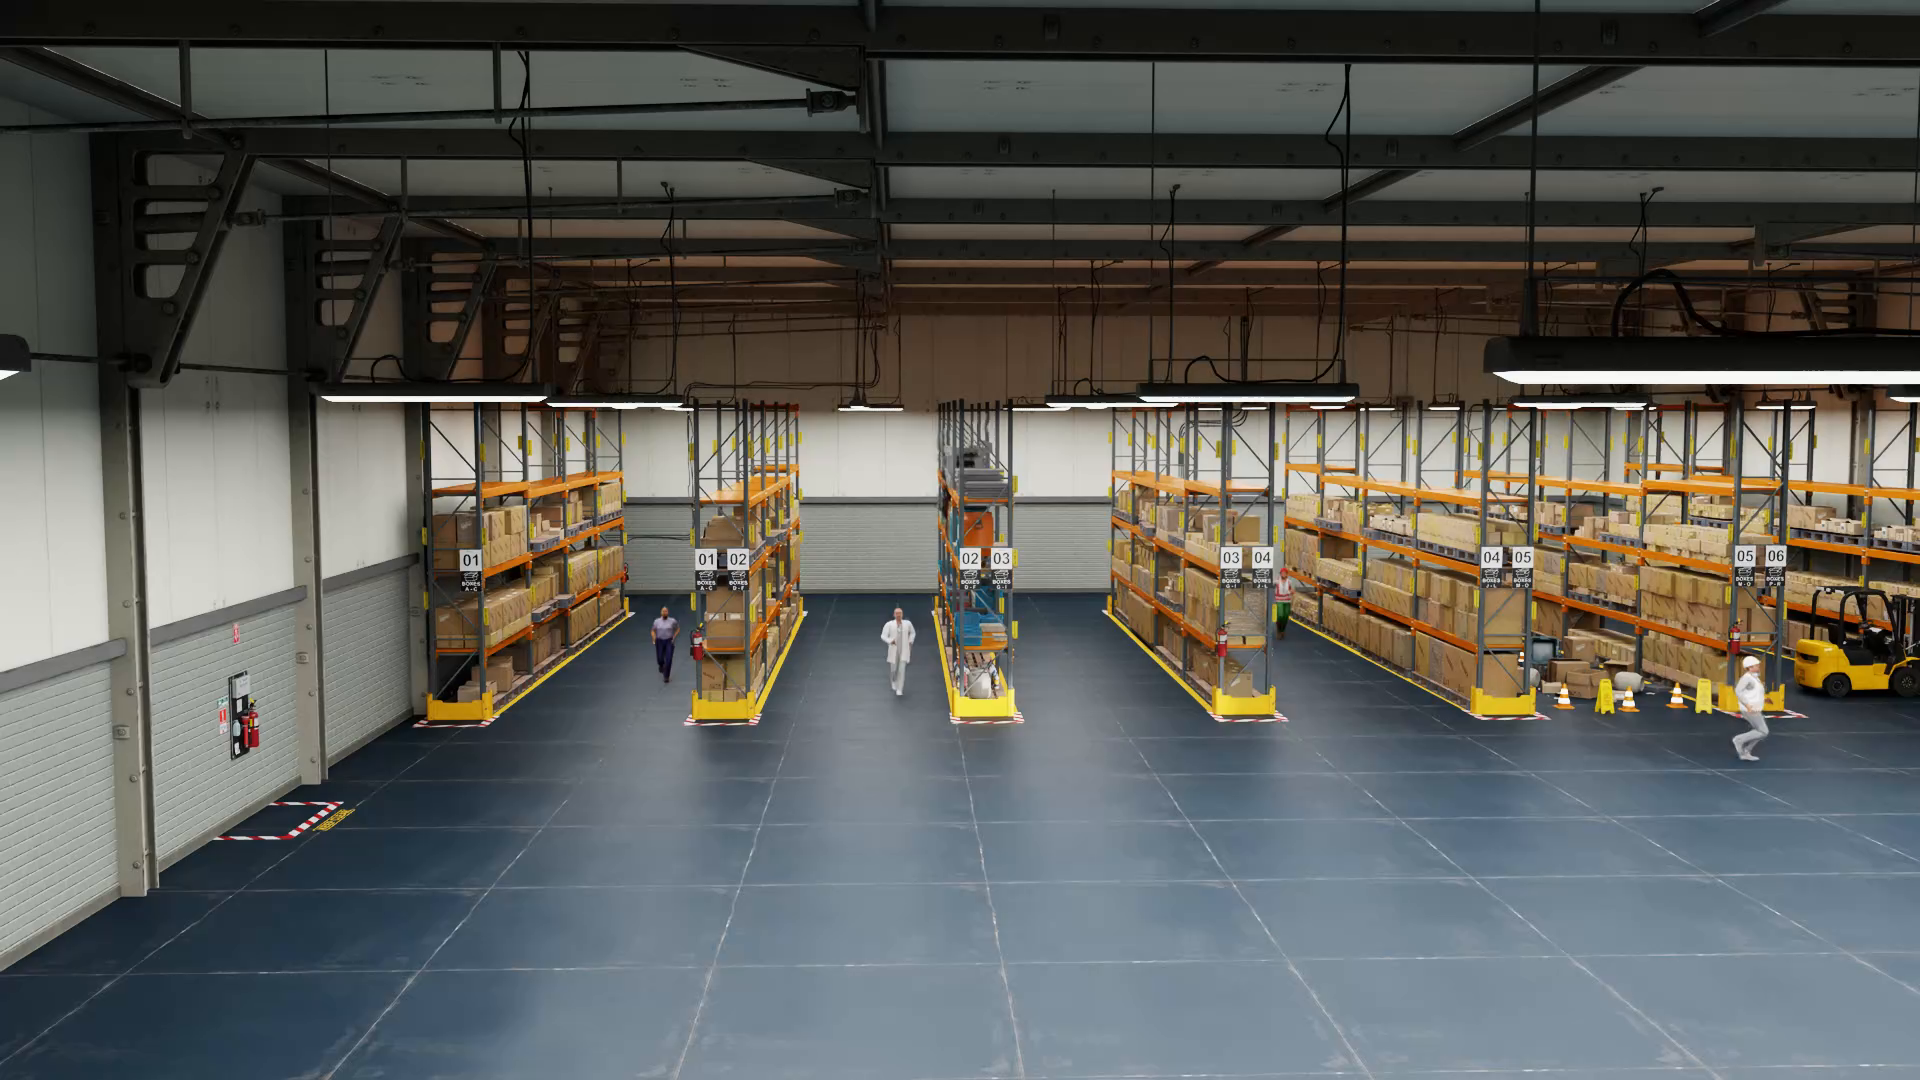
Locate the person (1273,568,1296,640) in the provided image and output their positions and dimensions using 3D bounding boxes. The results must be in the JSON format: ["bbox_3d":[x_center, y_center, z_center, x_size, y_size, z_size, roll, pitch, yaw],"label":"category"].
[{"bbox_3d":[8.223,1.616,42.349,0.645,1.818,0.741,0,4,-4],"label":"person"}]

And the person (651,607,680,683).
[{"bbox_3d":[-6.310,2.232,35.641,0.609,1.596,0.584,-1,4,-8],"label":"person"}]

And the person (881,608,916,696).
[{"bbox_3d":[-1.253,2.268,33.988,0.714,1.748,0.843,0,4,-4],"label":"person"}]

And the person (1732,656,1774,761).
[{"bbox_3d":[13.076,2.782,27.401,0.574,1.728,0.657,3,5,36],"label":"person"}]
